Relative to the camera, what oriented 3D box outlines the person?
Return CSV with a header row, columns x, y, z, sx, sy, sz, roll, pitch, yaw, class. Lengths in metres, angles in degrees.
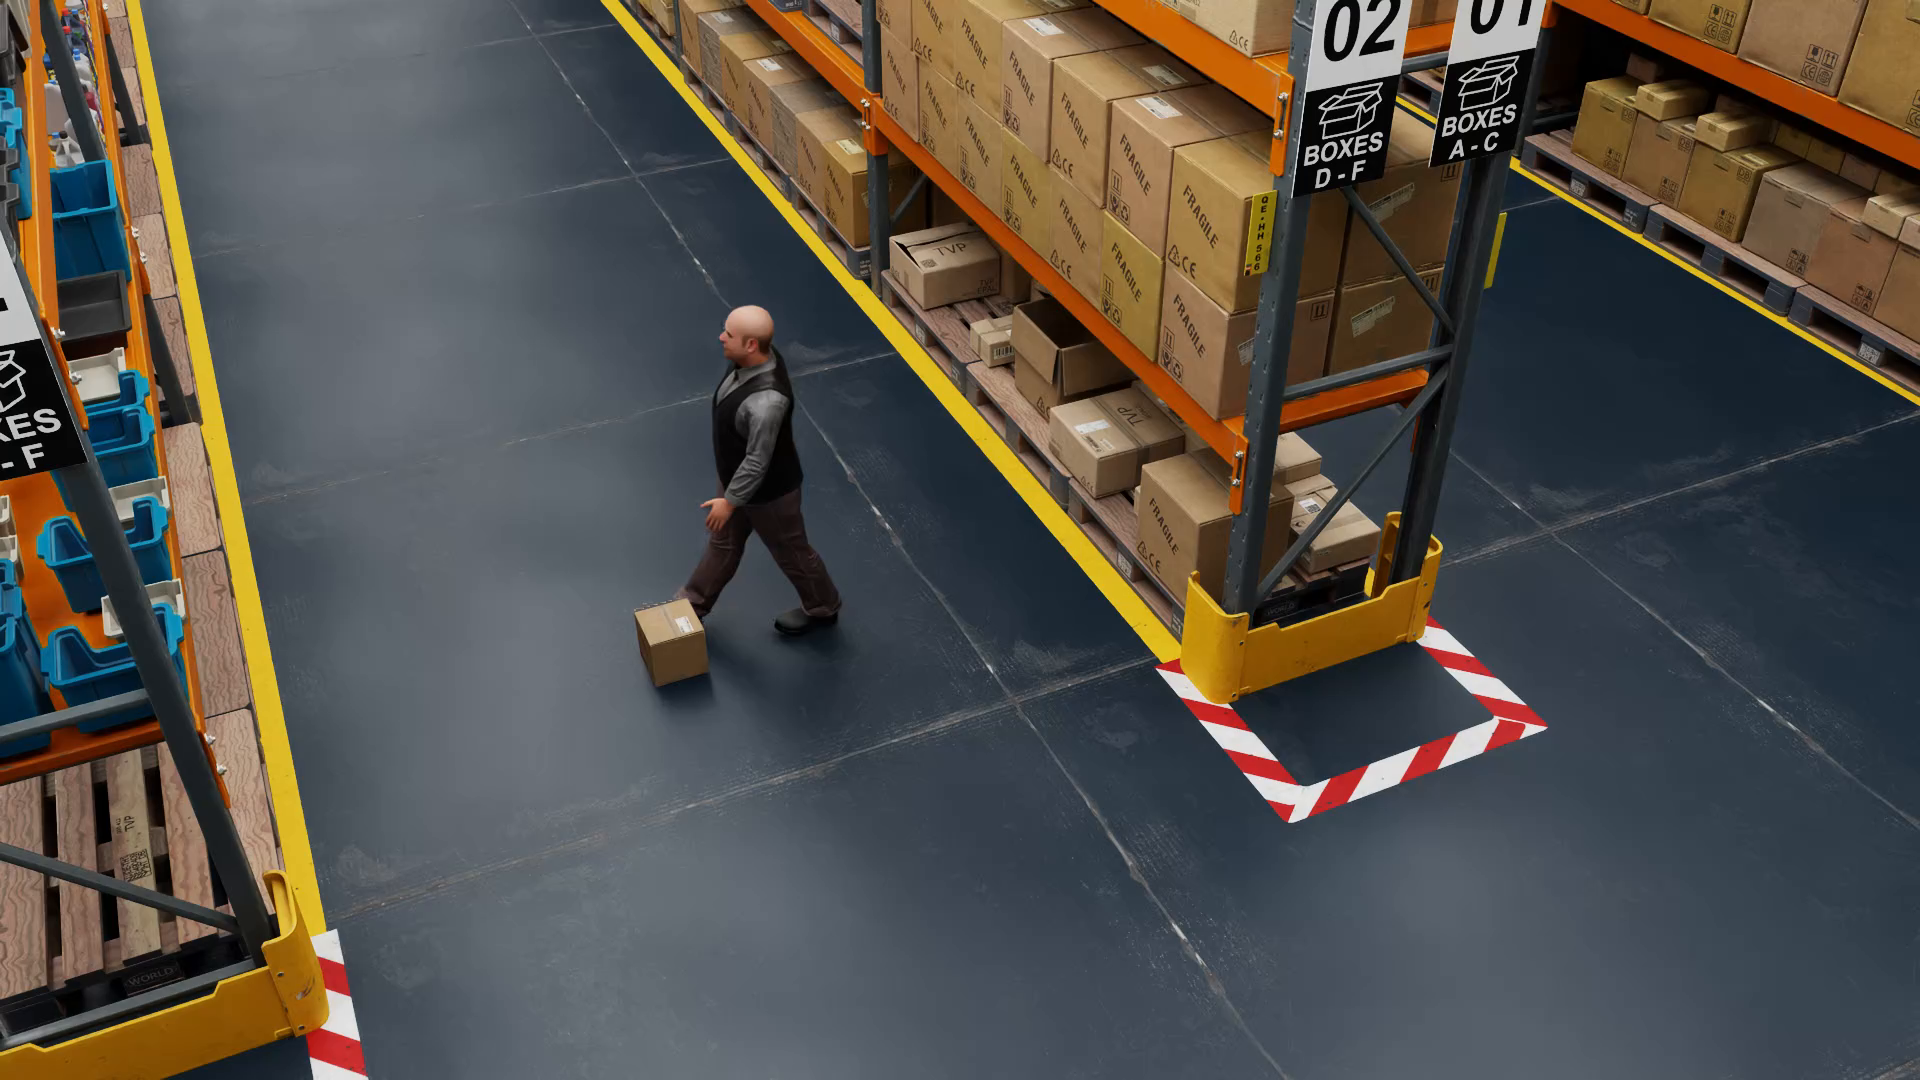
x,y,z,sx,sy,sz,roll,pitch,yaw,class
-0.987,-0.228,7.154,0.921,1.690,0.549,-12,39,-15,person
